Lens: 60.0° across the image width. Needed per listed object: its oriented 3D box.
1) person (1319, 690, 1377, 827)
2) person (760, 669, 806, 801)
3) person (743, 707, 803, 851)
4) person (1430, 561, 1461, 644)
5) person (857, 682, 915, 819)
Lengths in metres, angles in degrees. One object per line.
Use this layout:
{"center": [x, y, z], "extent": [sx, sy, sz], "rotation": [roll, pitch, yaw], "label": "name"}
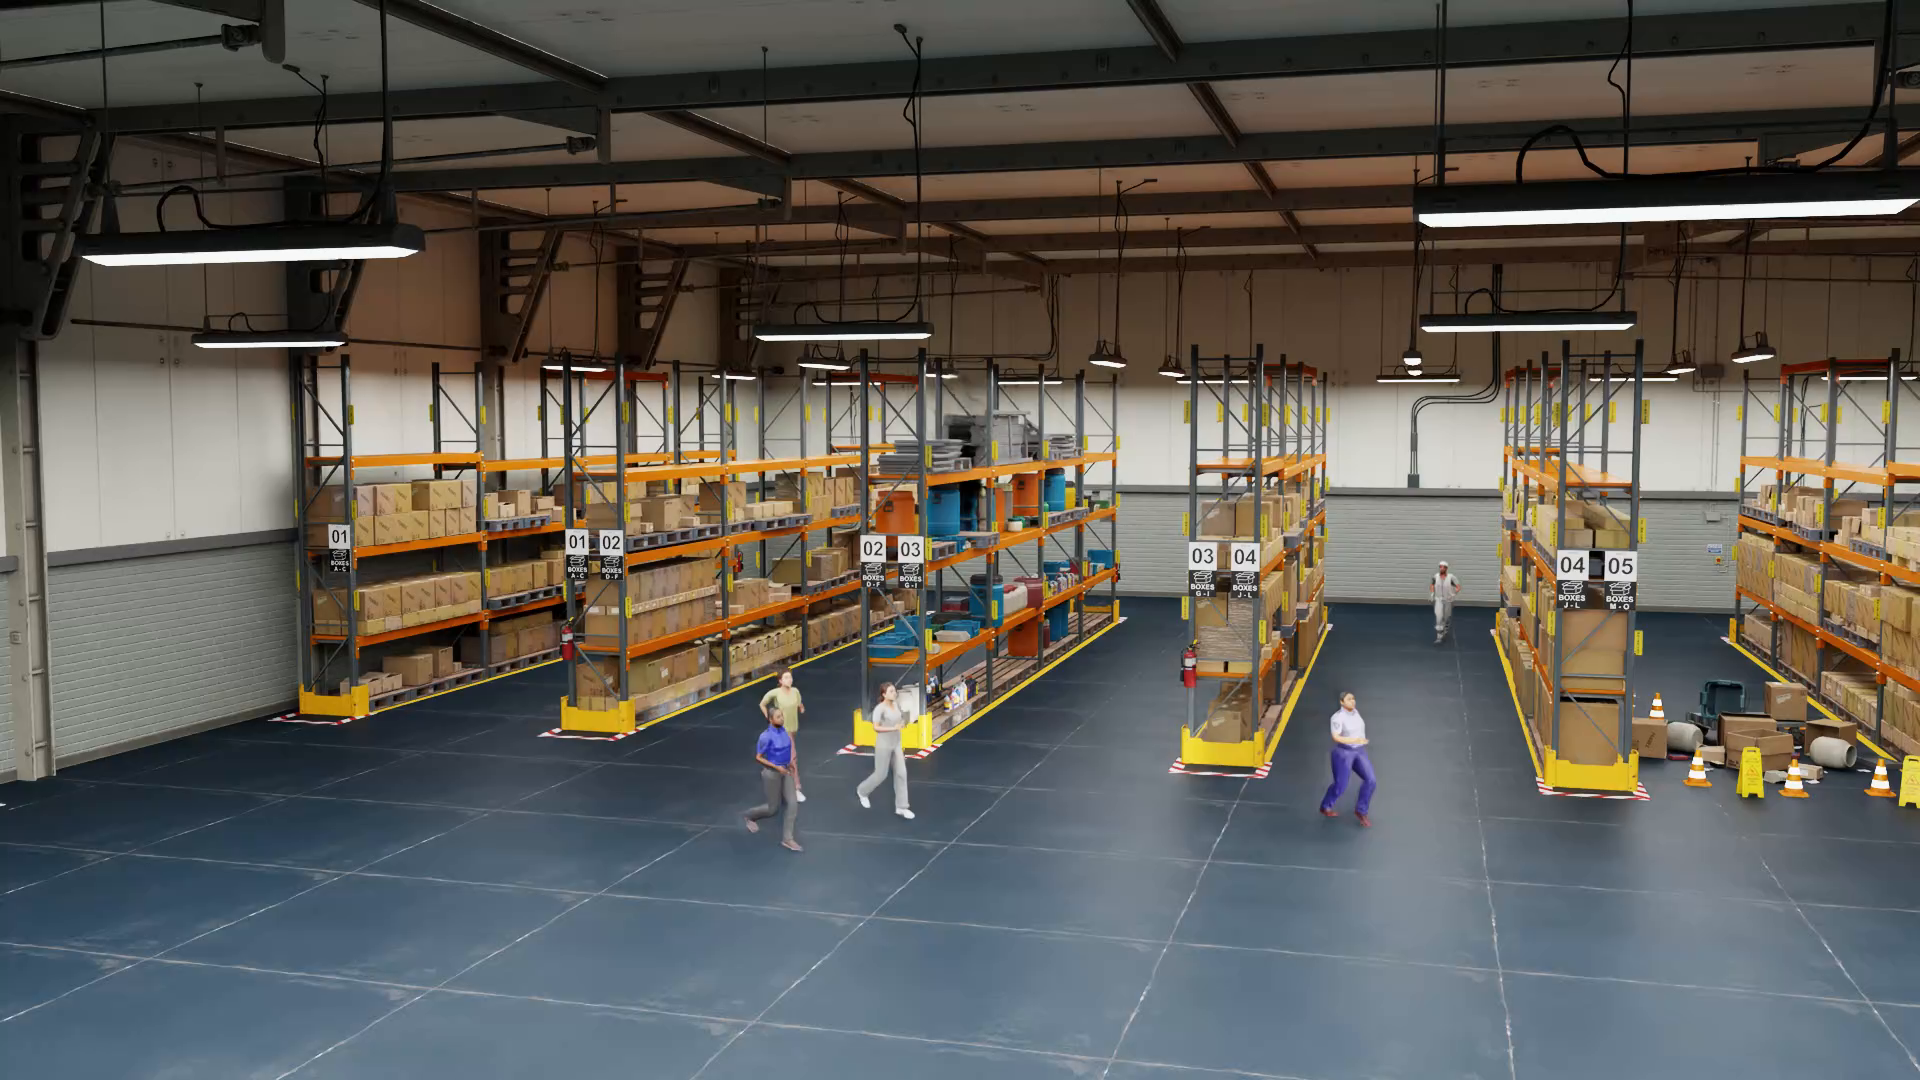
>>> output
{"center": [4.769, 2.679, 20.423], "extent": [0.608, 1.683, 0.733], "rotation": [-3, 5, -33], "label": "person"}
{"center": [-2.295, 2.525, 21.882], "extent": [0.894, 1.694, 0.558], "rotation": [4, 6, 43], "label": "person"}
{"center": [-2.153, 2.754, 19.322], "extent": [0.827, 1.653, 0.588], "rotation": [3, 5, 35], "label": "person"}
{"center": [10.724, 1.359, 36.777], "extent": [0.667, 1.794, 0.841], "rotation": [2, 5, 24], "label": "person"}
{"center": [-0.920, 2.590, 20.738], "extent": [0.929, 1.662, 0.584], "rotation": [4, 6, 41], "label": "person"}
